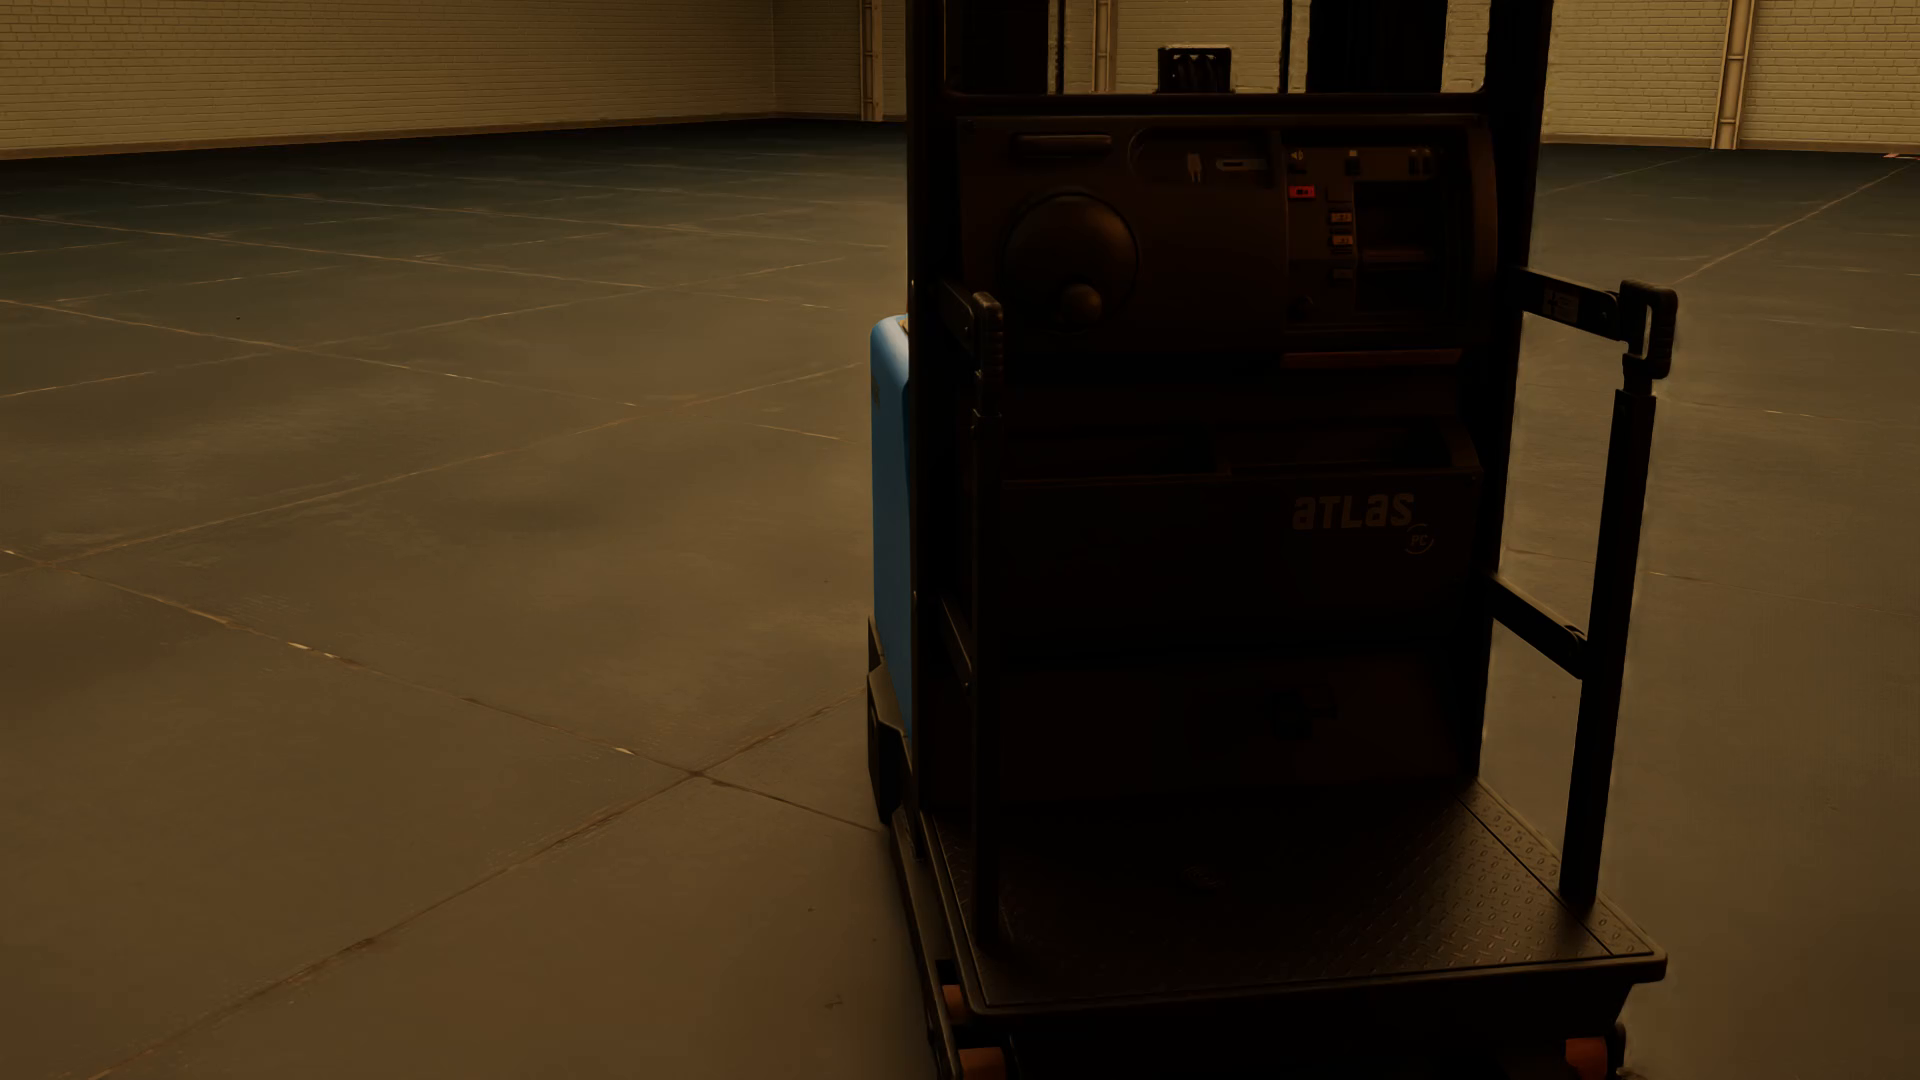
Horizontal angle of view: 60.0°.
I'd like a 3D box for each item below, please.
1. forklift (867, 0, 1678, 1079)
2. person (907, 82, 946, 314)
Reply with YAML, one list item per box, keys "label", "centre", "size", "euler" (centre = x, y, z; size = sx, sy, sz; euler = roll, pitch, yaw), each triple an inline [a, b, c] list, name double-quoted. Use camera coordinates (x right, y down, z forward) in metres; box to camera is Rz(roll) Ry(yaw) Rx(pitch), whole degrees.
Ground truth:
- label: "forklift"
  centre: [0.489, -0.531, 2.608]
  size: [1.130, 2.935, 3.031]
  euler: [-2, 17, -8]
- label: "person"
  centre: [-0.054, -0.787, 5.769]
  size: [0.472, 1.600, 0.520]
  euler: [11, 20, 33]
